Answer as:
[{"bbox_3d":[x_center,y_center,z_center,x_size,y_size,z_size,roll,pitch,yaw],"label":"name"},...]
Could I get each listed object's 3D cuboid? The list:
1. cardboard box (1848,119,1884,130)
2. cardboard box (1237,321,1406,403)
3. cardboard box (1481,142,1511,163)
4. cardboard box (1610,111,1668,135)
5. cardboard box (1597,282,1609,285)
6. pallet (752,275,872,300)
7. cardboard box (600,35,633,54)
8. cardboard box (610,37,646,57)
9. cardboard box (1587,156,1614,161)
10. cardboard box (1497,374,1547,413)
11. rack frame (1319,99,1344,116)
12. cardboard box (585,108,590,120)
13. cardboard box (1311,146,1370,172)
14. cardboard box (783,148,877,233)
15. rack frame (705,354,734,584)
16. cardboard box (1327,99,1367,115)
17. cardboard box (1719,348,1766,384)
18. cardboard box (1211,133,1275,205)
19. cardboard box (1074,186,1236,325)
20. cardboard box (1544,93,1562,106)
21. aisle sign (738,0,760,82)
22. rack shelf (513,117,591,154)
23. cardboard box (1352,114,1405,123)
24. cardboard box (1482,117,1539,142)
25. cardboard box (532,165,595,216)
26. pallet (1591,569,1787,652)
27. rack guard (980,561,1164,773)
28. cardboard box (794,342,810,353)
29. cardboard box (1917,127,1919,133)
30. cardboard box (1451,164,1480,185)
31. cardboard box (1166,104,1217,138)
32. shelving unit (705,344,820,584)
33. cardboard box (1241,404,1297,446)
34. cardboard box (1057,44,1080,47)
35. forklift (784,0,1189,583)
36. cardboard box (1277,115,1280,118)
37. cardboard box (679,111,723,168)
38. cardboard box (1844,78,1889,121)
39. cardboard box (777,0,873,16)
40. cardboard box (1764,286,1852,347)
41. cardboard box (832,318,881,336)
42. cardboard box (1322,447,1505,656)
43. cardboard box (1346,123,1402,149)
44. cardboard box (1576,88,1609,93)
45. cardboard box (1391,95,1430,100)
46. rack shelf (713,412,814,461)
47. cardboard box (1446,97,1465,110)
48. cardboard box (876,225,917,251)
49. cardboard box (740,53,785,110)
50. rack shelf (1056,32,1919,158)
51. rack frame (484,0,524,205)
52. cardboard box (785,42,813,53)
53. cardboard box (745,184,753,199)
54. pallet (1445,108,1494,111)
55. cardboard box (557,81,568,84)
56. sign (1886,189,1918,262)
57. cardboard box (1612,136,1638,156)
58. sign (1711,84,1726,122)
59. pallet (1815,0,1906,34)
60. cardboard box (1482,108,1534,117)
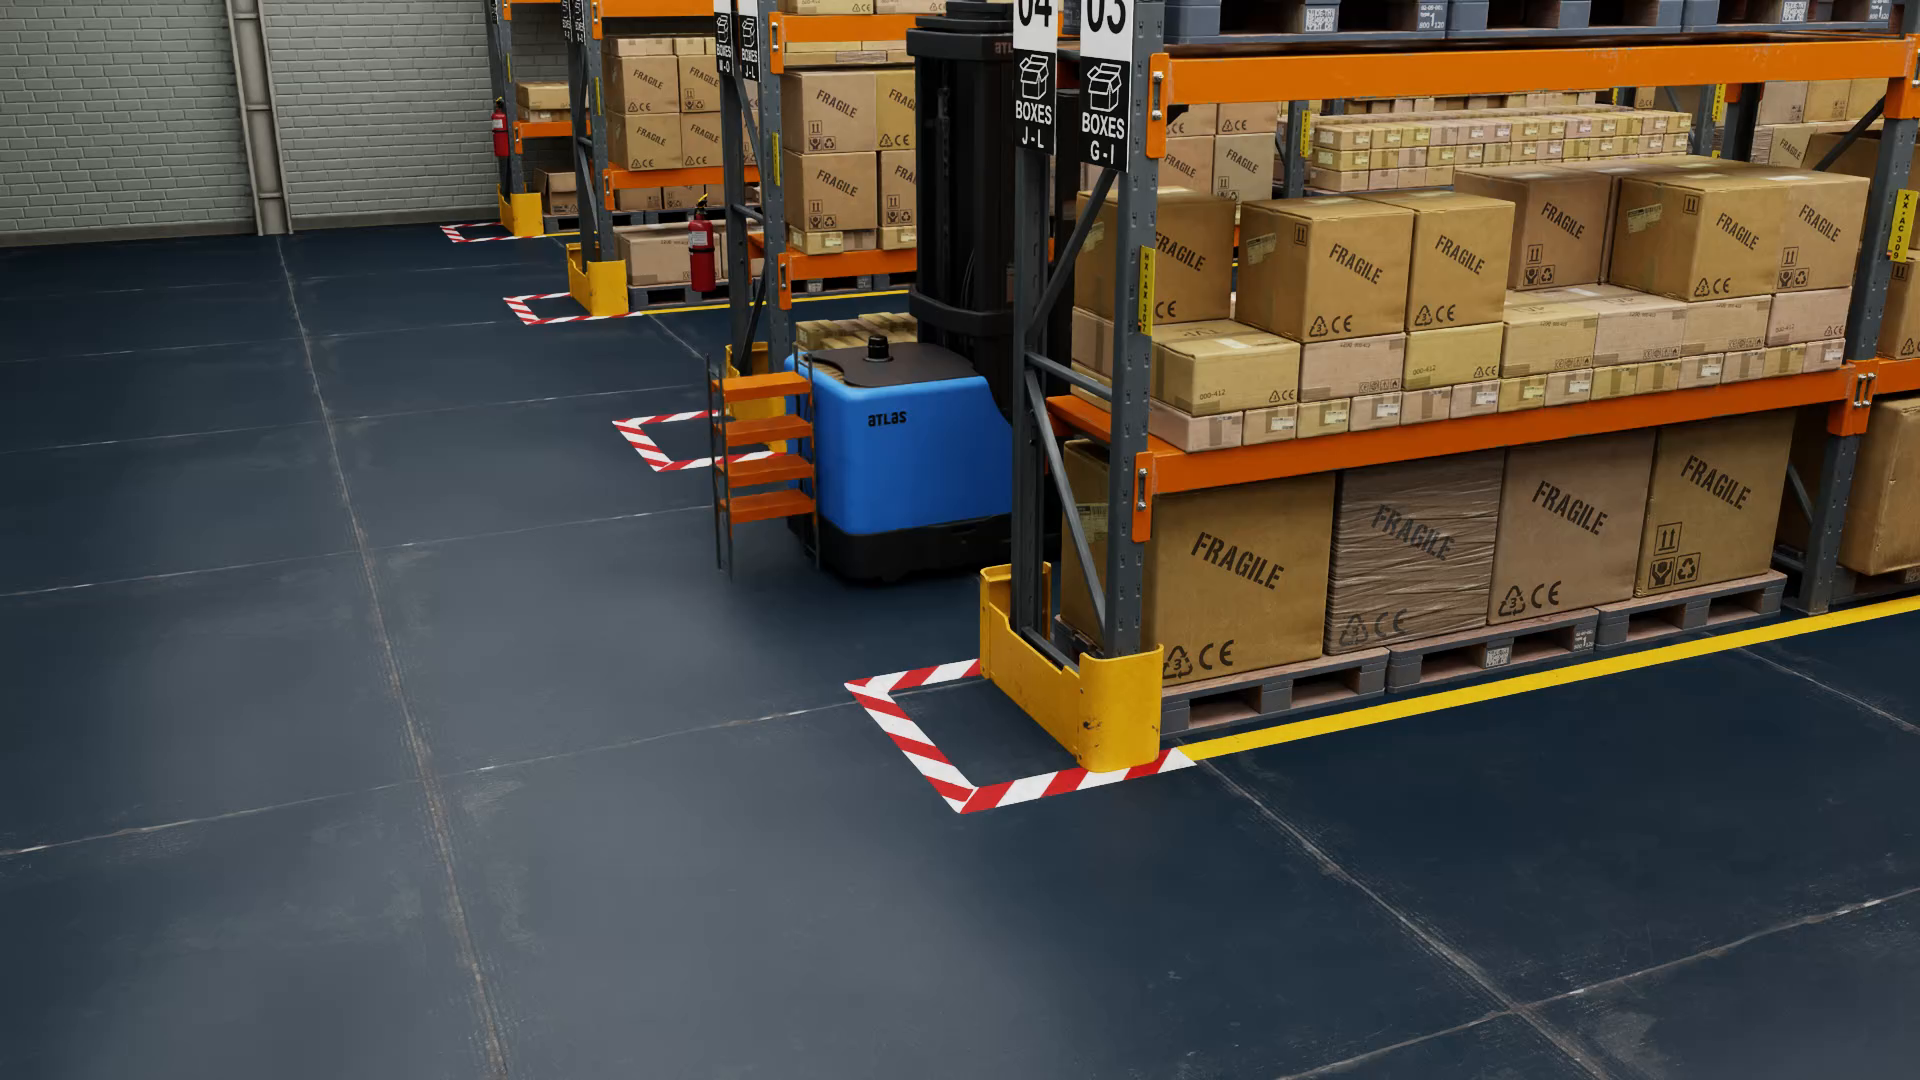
[{"bbox_3d":[7.864,-3.458,14.676,0.500,0.500,0.500,-8,21,-22],"label":"cardboard box"},{"bbox_3d":[1.506,-0.778,6.992,0.500,0.250,0.500,-8,21,-23],"label":"cardboard box"},{"bbox_3d":[4.032,-3.015,12.865,0.250,0.149,0.380,-9,21,-23],"label":"cardboard box"},{"bbox_3d":[5.458,-3.359,13.395,0.250,0.149,0.380,-8,21,-23],"label":"cardboard box"},{"bbox_3d":[3.163,-1.207,8.211,0.500,0.250,0.500,-8,21,-22],"label":"cardboard box"},{"bbox_3d":[-1.620,-2.652,16.736,1.213,0.211,1.003,-8,21,-22],"label":"pallet"},{"bbox_3d":[-3.191,-4.612,15.471,0.250,0.149,0.380,-8,21,-21],"label":"cardboard box"},{"bbox_3d":[-3.006,-4.466,15.057,0.250,0.149,0.380,-8,21,-21],"label":"cardboard box"},{"bbox_3d":[4.992,-3.012,13.306,0.250,0.149,0.380,-8,21,-23],"label":"cardboard box"},{"bbox_3d":[2.353,-0.687,7.336,0.250,0.149,0.380,-9,21,-23],"label":"cardboard box"},{"bbox_3d":[3.904,-4.731,18.443,0.127,3.000,1.000,-8,21,-22],"label":"rack frame"},{"bbox_3d":[-4.558,-5.126,19.942,0.250,0.149,0.380,-8,21,-23],"label":"cardboard box"},{"bbox_3d":[2.829,-2.840,12.371,0.250,0.149,0.380,-8,21,-21],"label":"cardboard box"},{"bbox_3d":[-0.866,-2.345,11.067,0.500,0.500,0.500,-7,21,-19],"label":"cardboard box"},{"bbox_3d":[-1.265,-0.367,8.757,0.015,1.200,0.240,-9,21,-24],"label":"rack frame"},{"bbox_3d":[4.276,-4.797,18.375,0.250,0.149,0.380,-9,22,-25],"label":"cardboard box"},{"bbox_3d":[3.535,-0.857,7.818,0.250,0.149,0.380,-9,21,-23],"label":"cardboard box"},{"bbox_3d":[1.953,-2.747,12.208,0.500,0.500,0.500,-8,21,-22],"label":"cardboard box"},{"bbox_3d":[0.827,-1.224,7.132,0.500,0.500,0.500,-8,21,-21],"label":"cardboard box"},{"bbox_3d":[6.742,-5.111,19.268,0.250,0.149,0.380,-9,21,-23],"label":"cardboard box"},{"bbox_3d":[-1.336,-3.308,10.486,0.004,0.787,0.394,-8,21,-22],"label":"aisle sign"},{"bbox_3d":[-3.574,-5.116,20.618,4.000,0.370,1.077,-8,21,-22],"label":"rack shelf"},{"bbox_3d":[3.302,-3.285,13.186,0.250,0.149,0.380,-8,21,-22],"label":"cardboard box"},{"bbox_3d":[4.262,-3.188,12.909,0.250,0.149,0.380,-7,21,-20],"label":"cardboard box"},{"bbox_3d":[-4.812,-4.264,20.243,0.637,0.503,0.797,-9,21,-24],"label":"cardboard box"},{"bbox_3d":[3.428,0.208,8.612,1.213,0.211,1.003,-8,21,-22],"label":"pallet"},{"bbox_3d":[0.462,0.525,7.277,0.348,0.500,1.175,-8,21,-22],"label":"rack guard"},{"bbox_3d":[-1.016,-1.333,12.003,0.250,0.149,0.380,-9,21,-23],"label":"cardboard box"},{"bbox_3d":[5.375,-1.877,8.675,0.637,0.503,0.797,-8,21,-21],"label":"cardboard box"},{"bbox_3d":[3.777,-2.836,12.807,0.250,0.149,0.380,-9,21,-24],"label":"cardboard box"},{"bbox_3d":[1.488,-3.154,11.859,0.500,0.500,0.500,-9,21,-24],"label":"cardboard box"},{"bbox_3d":[-1.045,-0.403,8.856,0.503,1.200,0.258,-9,21,-24],"label":"shelving unit"},{"bbox_3d":[1.176,-0.519,6.857,0.250,0.149,0.380,-8,21,-23],"label":"cardboard box"},{"bbox_3d":[1.206,-4.770,16.895,0.500,0.500,0.500,-8,21,-22],"label":"cardboard box"},{"bbox_3d":[0.568,-1.472,9.290,3.031,2.935,1.130,-9,21,-24],"label":"forklift"},{"bbox_3d":[3.080,-4.443,17.850,0.500,0.250,0.500,-8,21,-21],"label":"cardboard box"},{"bbox_3d":[-2.433,-3.777,15.581,0.500,0.500,0.500,-8,21,-23],"label":"cardboard box"},{"bbox_3d":[7.777,-4.012,14.745,0.500,0.500,0.700,-8,21,-22],"label":"cardboard box"},{"bbox_3d":[-0.874,-3.508,10.678,0.500,0.250,0.500,-7,21,-20],"label":"cardboard box"},{"bbox_3d":[3.855,-1.115,7.949,0.500,0.250,0.500,-9,21,-23],"label":"cardboard box"},{"bbox_3d":[-0.749,-1.479,11.971,0.250,0.149,0.380,-8,21,-21],"label":"cardboard box"},{"bbox_3d":[1.876,-0.081,7.803,0.875,0.875,0.875,-8,21,-22],"label":"cardboard box"},{"bbox_3d":[3.083,-3.019,12.431,0.250,0.149,0.380,-8,21,-20],"label":"cardboard box"},{"bbox_3d":[7.244,-5.512,19.430,0.500,0.500,0.500,-9,21,-23],"label":"cardboard box"},{"bbox_3d":[4.885,-5.176,18.476,0.500,0.500,0.500,-7,21,-19],"label":"cardboard box"},{"bbox_3d":[-1.046,-0.551,8.803,0.480,0.148,0.258,-9,21,-24],"label":"rack shelf"},{"bbox_3d":[5.514,-4.980,18.896,0.250,0.149,0.380,-7,21,-20],"label":"cardboard box"},{"bbox_3d":[-0.475,-2.072,11.269,0.250,0.149,0.380,-9,21,-23],"label":"cardboard box"},{"bbox_3d":[-1.946,-4.314,15.602,0.500,0.500,0.500,-8,21,-22],"label":"cardboard box"},{"bbox_3d":[2.321,-1.996,7.240,4.000,0.370,1.077,-8,21,-22],"label":"rack shelf"},{"bbox_3d":[-5.411,-5.192,19.752,0.127,3.000,1.000,-8,21,-22],"label":"rack frame"},{"bbox_3d":[-1.565,-4.657,15.599,0.250,0.149,0.380,-9,21,-23],"label":"cardboard box"},{"bbox_3d":[-2.836,-4.500,21.446,0.250,0.149,0.380,-8,21,-23],"label":"cardboard box"},{"bbox_3d":[5.706,-4.914,19.250,1.213,0.211,1.003,-8,21,-22],"label":"pallet"},{"bbox_3d":[-4.620,-5.471,20.321,0.500,0.250,0.500,-8,21,-22],"label":"cardboard box"},{"bbox_3d":[4.378,-1.460,7.729,0.005,0.325,0.100,-8,21,-22],"label":"sign"},{"bbox_3d":[5.200,-3.180,13.335,0.250,0.149,0.380,-8,21,-21],"label":"cardboard box"},{"bbox_3d":[6.182,-3.580,13.548,0.005,0.325,0.100,-8,21,-22],"label":"sign"},{"bbox_3d":[4.979,-2.643,8.284,1.217,0.209,0.805,-9,21,-24],"label":"pallet"},{"bbox_3d":[4.493,-3.456,13.670,0.250,0.149,0.380,-7,21,-19],"label":"cardboard box"}]
